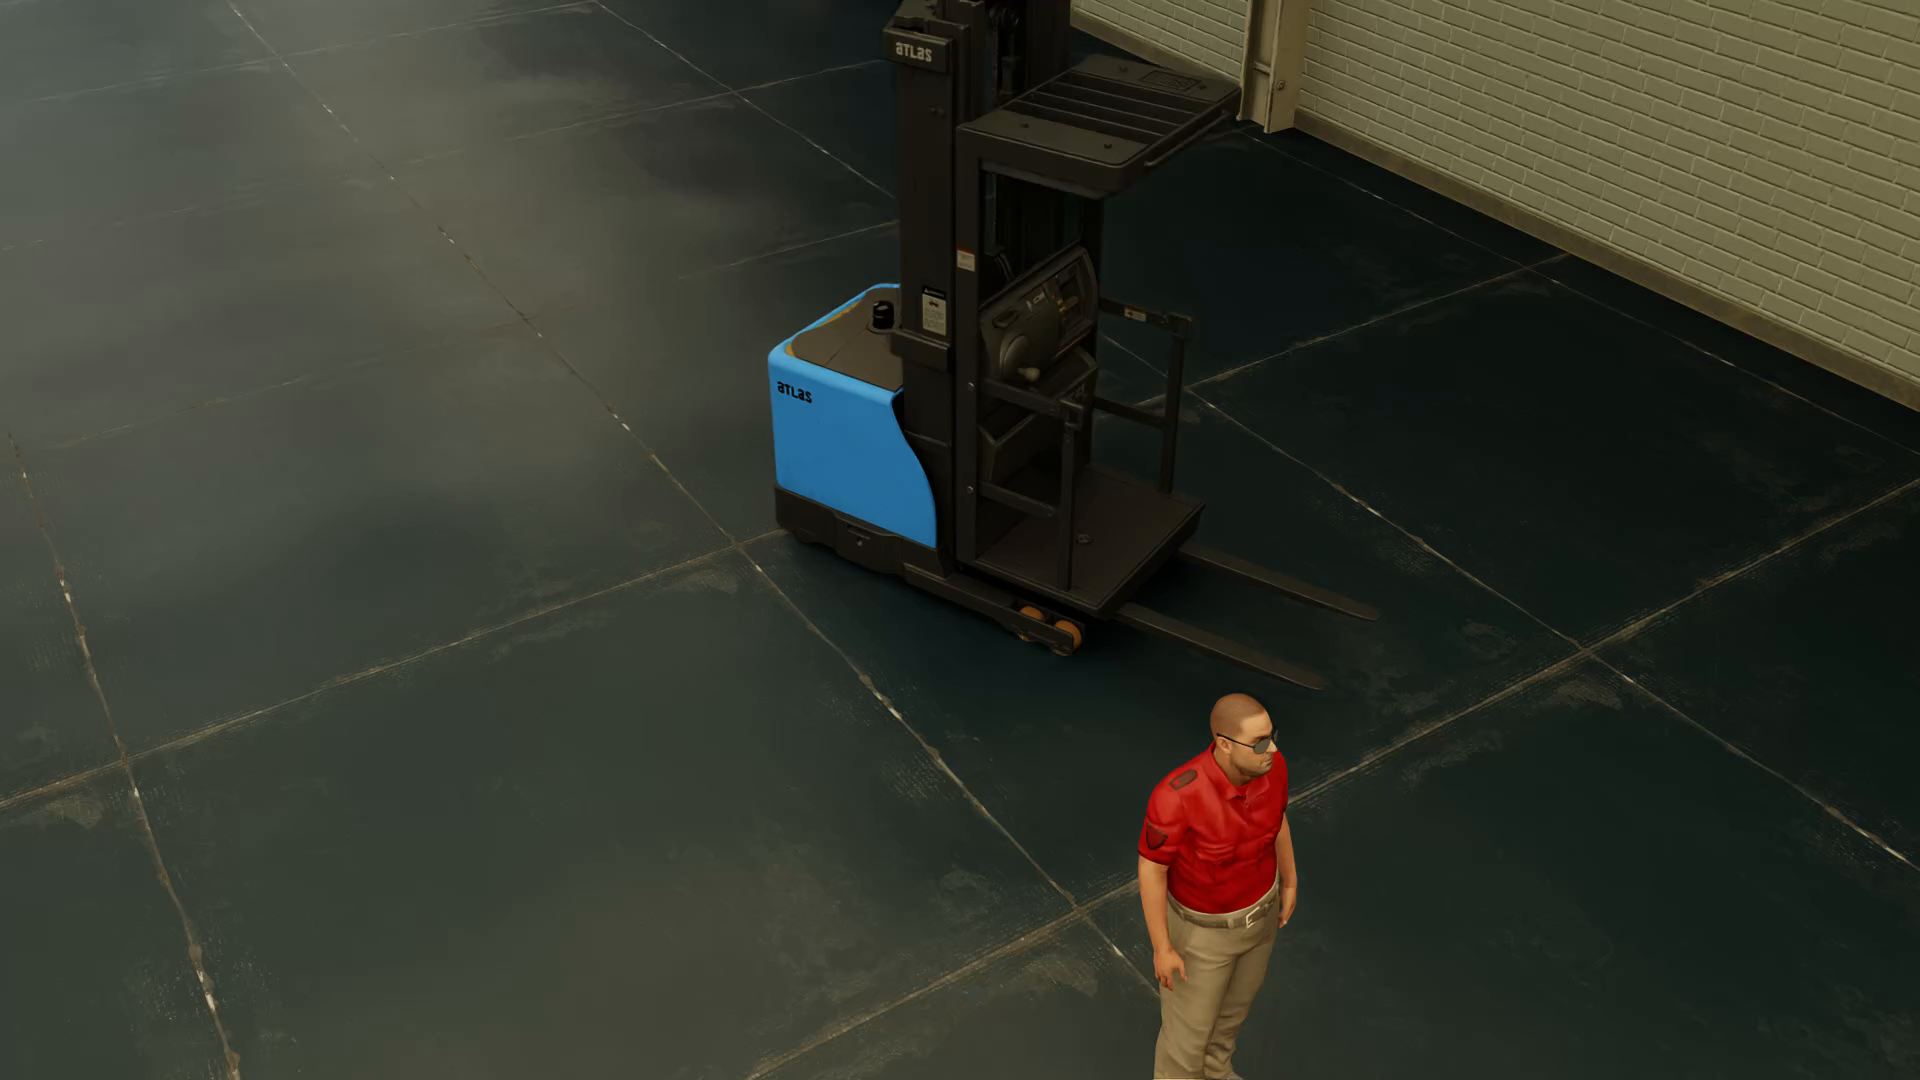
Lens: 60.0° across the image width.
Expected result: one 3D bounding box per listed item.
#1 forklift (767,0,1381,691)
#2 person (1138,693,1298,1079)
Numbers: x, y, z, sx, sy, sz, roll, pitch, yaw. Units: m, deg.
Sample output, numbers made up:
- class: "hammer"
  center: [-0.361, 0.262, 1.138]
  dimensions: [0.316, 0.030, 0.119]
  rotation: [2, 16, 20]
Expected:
- class: "forklift"
  center: [0.541, -0.998, 7.568]
  dimensions: [3.031, 2.935, 1.130]
  rotation: [21, 40, 27]
- class: "person"
  center: [0.898, 1.273, 5.369]
  dimensions: [0.637, 1.727, 0.550]
  rotation: [-23, 41, -29]
